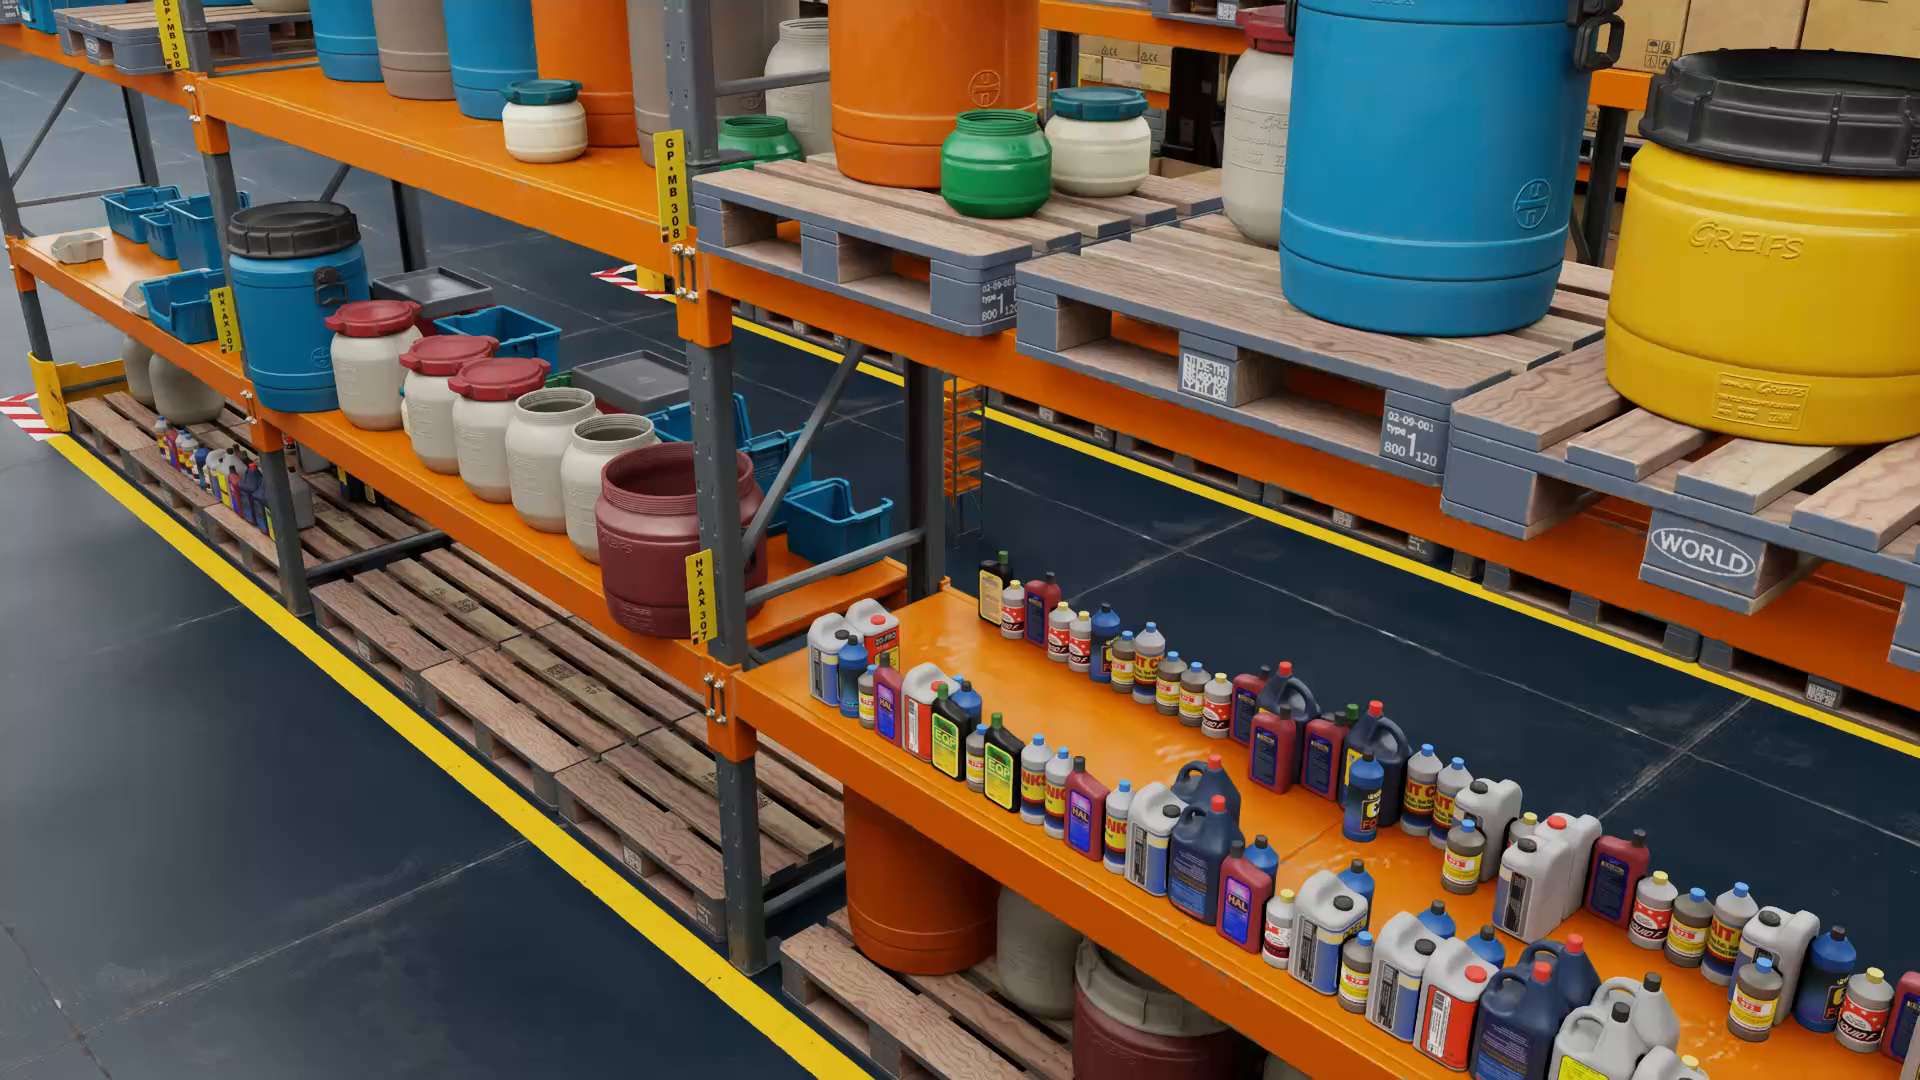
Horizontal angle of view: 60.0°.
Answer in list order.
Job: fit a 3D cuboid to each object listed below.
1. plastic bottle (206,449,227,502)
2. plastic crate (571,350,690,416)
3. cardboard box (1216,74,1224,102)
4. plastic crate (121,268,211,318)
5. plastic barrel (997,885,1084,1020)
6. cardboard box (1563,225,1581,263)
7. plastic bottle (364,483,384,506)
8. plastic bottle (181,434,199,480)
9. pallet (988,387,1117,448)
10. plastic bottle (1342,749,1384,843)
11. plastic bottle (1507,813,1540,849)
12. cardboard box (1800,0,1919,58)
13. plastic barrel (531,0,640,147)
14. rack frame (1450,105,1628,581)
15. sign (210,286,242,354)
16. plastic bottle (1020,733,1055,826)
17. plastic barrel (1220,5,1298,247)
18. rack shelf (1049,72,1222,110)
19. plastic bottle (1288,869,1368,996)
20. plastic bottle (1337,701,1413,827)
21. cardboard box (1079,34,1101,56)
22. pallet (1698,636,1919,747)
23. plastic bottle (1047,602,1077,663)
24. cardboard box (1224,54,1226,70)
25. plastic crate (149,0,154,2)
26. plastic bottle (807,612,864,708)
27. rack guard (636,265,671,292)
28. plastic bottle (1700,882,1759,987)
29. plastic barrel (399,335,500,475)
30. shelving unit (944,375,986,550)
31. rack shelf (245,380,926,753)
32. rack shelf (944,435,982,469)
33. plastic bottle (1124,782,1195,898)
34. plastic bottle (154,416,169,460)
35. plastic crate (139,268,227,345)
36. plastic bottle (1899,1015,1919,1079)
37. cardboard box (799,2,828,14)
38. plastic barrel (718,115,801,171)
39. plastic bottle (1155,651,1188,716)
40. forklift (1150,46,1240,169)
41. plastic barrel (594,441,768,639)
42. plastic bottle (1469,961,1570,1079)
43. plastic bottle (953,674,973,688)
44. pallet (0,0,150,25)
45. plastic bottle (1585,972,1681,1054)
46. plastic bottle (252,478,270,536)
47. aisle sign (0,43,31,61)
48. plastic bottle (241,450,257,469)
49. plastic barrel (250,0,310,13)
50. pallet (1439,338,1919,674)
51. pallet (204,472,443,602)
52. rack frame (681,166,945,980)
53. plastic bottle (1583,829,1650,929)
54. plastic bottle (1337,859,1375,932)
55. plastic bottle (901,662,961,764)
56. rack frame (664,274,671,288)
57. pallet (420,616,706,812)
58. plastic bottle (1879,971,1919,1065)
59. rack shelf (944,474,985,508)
[{"bbox_3d":[-4.305,-0.385,9.732,0.152,0.276,0.135,-21,32,-38],"label":"plastic bottle"},{"bbox_3d":[-1.342,-0.498,7.151,0.402,0.464,0.583,-21,32,-38],"label":"plastic crate"},{"bbox_3d":[2.458,-4.367,15.864,0.500,0.250,0.500,-21,32,-38],"label":"cardboard box"},{"bbox_3d":[-4.489,-1.405,9.532,0.530,0.136,0.437,-21,32,-38],"label":"plastic crate"},{"bbox_3d":[0.337,1.337,5.696,0.421,0.512,0.421,0,25,0],"label":"plastic barrel"},{"bbox_3d":[5.261,-2.451,13.991,0.700,0.500,0.500,-21,32,-38],"label":"cardboard box"},{"bbox_3d":[-3.411,-0.349,9.645,0.061,0.283,0.133,-21,32,-38],"label":"plastic bottle"},{"bbox_3d":[-4.614,-0.503,9.996,0.097,0.271,0.097,0,25,0],"label":"plastic bottle"},{"bbox_3d":[0.956,-1.028,11.748,1.003,0.211,1.213,-21,32,-38],"label":"pallet"},{"bbox_3d":[1.146,0.718,4.718,0.097,0.271,0.097,0,25,0],"label":"plastic bottle"},{"bbox_3d":[1.543,0.838,4.538,0.097,0.201,0.097,0,25,0],"label":"plastic bottle"},{"bbox_3d":[4.185,-2.272,7.382,0.910,0.500,0.500,-21,32,-38],"label":"cardboard box"},{"bbox_3d":[-1.310,-1.961,6.303,0.600,0.830,0.708,-21,32,-38],"label":"plastic barrel"},{"bbox_3d":[3.158,-1.297,8.978,1.000,3.000,0.127,-21,32,-38],"label":"rack frame"},{"bbox_3d":[-3.604,-1.078,8.165,0.100,0.325,0.005,-21,32,-38],"label":"sign"},{"bbox_3d":[0.224,0.682,4.796,0.097,0.271,0.097,0,25,0],"label":"plastic bottle"},{"bbox_3d":[0.861,-1.016,4.079,0.433,0.535,0.433,0,25,0],"label":"plastic barrel"},{"bbox_3d":[2.670,-4.193,16.195,1.077,0.370,4.000,-21,32,-38],"label":"rack shelf"},{"bbox_3d":[0.923,0.974,4.151,0.152,0.276,0.135,-21,32,-38],"label":"plastic bottle"},{"bbox_3d":[1.204,0.634,4.805,0.144,0.351,0.185,-21,32,-38],"label":"plastic bottle"},{"bbox_3d":[1.410,-5.179,16.741,0.500,0.500,0.500,-21,32,-38],"label":"cardboard box"},{"bbox_3d":[4.470,0.579,8.228,1.003,0.211,1.213,-21,32,-38],"label":"pallet"},{"bbox_3d":[0.351,0.309,5.697,0.097,0.201,0.097,0,25,0],"label":"plastic bottle"},{"bbox_3d":[2.807,-4.558,15.379,0.500,0.500,0.500,-22,33,-40],"label":"cardboard box"},{"bbox_3d":[-4.405,-3.181,9.515,0.392,0.384,0.575,-21,32,-38],"label":"plastic crate"},{"bbox_3d":[-0.401,0.387,5.438,0.152,0.276,0.135,-21,32,-38],"label":"plastic bottle"},{"bbox_3d":[-2.327,-2.590,14.826,1.175,0.500,0.348,-21,32,-38],"label":"rack guard"},{"bbox_3d":[1.926,0.976,4.152,0.097,0.271,0.097,0,25,0],"label":"plastic bottle"},{"bbox_3d":[-2.199,-0.592,7.270,0.433,0.535,0.433,0,25,0],"label":"plastic barrel"},{"bbox_3d":[-0.010,-0.550,9.511,0.258,1.200,0.189,-21,32,-38],"label":"shelving unit"},{"bbox_3d":[-1.828,-0.171,7.378,1.077,0.370,4.000,-21,32,-38],"label":"rack shelf"},{"bbox_3d":[-0.010,-0.510,9.529,0.258,0.103,0.180,-21,32,-38],"label":"rack shelf"},{"bbox_3d":[0.547,0.807,4.517,0.152,0.276,0.135,-21,32,-38],"label":"plastic bottle"},{"bbox_3d":[-4.917,-0.637,10.290,0.097,0.271,0.097,0,25,0],"label":"plastic bottle"},{"bbox_3d":[-4.149,-1.295,9.154,0.499,0.251,0.616,-21,32,-38],"label":"plastic crate"},{"bbox_3d":[2.242,1.131,3.716,0.144,0.351,0.185,-21,32,-38],"label":"plastic bottle"},{"bbox_3d":[-1.256,-3.885,12.968,0.700,0.500,0.500,-21,32,-38],"label":"cardboard box"},{"bbox_3d":[-0.667,-1.247,5.442,0.294,0.245,0.294,0,25,0],"label":"plastic barrel"},{"bbox_3d":[0.683,0.457,5.374,0.097,0.201,0.097,0,25,0],"label":"plastic bottle"},{"bbox_3d":[2.452,-3.156,13.137,3.031,2.935,1.130,22,32,39],"label":"forklift"},{"bbox_3d":[-0.999,-0.009,5.992,0.600,0.536,0.708,-21,32,-38],"label":"plastic barrel"},{"bbox_3d":[1.280,1.100,3.784,0.144,0.351,0.185,-21,32,-38],"label":"plastic bottle"},{"bbox_3d":[-0.006,0.520,5.236,0.097,0.201,0.097,0,25,0],"label":"plastic bottle"},{"bbox_3d":[-5.434,-3.317,10.020,1.003,0.211,1.213,-21,32,-38],"label":"pallet"},{"bbox_3d":[1.512,1.115,3.751,0.144,0.351,0.185,-21,32,-38],"label":"plastic bottle"},{"bbox_3d":[-3.845,-0.213,9.264,0.144,0.351,0.185,-22,33,-40],"label":"plastic bottle"},{"bbox_3d":[-6.192,-3.438,10.539,0.394,0.787,0.004,-21,32,-38],"label":"aisle sign"},{"bbox_3d":[-4.140,-0.375,9.701,0.061,0.283,0.133,-21,32,-38],"label":"plastic bottle"},{"bbox_3d":[-3.345,-2.897,8.232,0.421,0.512,0.421,0,25,0],"label":"plastic barrel"},{"bbox_3d":[1.666,-0.169,3.120,1.213,0.211,1.003,-21,32,-38],"label":"pallet"},{"bbox_3d":[-3.623,-0.051,9.608,1.003,0.211,1.213,-21,32,-38],"label":"pallet"},{"bbox_3d":[-0.461,0.107,5.900,1.000,3.000,0.127,-21,32,-38],"label":"rack frame"},{"bbox_3d":[1.727,0.871,4.367,0.061,0.283,0.133,-21,32,-38],"label":"plastic bottle"},{"bbox_3d":[1.002,0.935,4.242,0.097,0.271,0.097,0,25,0],"label":"plastic bottle"},{"bbox_3d":[-0.084,0.527,5.130,0.152,0.276,0.135,-21,32,-38],"label":"plastic bottle"},{"bbox_3d":[-2.310,-3.720,14.291,1.000,3.000,0.127,-21,32,-38],"label":"rack frame"},{"bbox_3d":[-1.791,0.761,7.828,1.003,0.211,1.213,-21,32,-38],"label":"pallet"},{"bbox_3d":[2.243,1.100,3.866,0.061,0.283,0.133,-21,32,-38],"label":"plastic bottle"},{"bbox_3d":[-0.010,-0.291,9.629,0.258,0.103,0.180,-21,32,-38],"label":"rack shelf"}]
